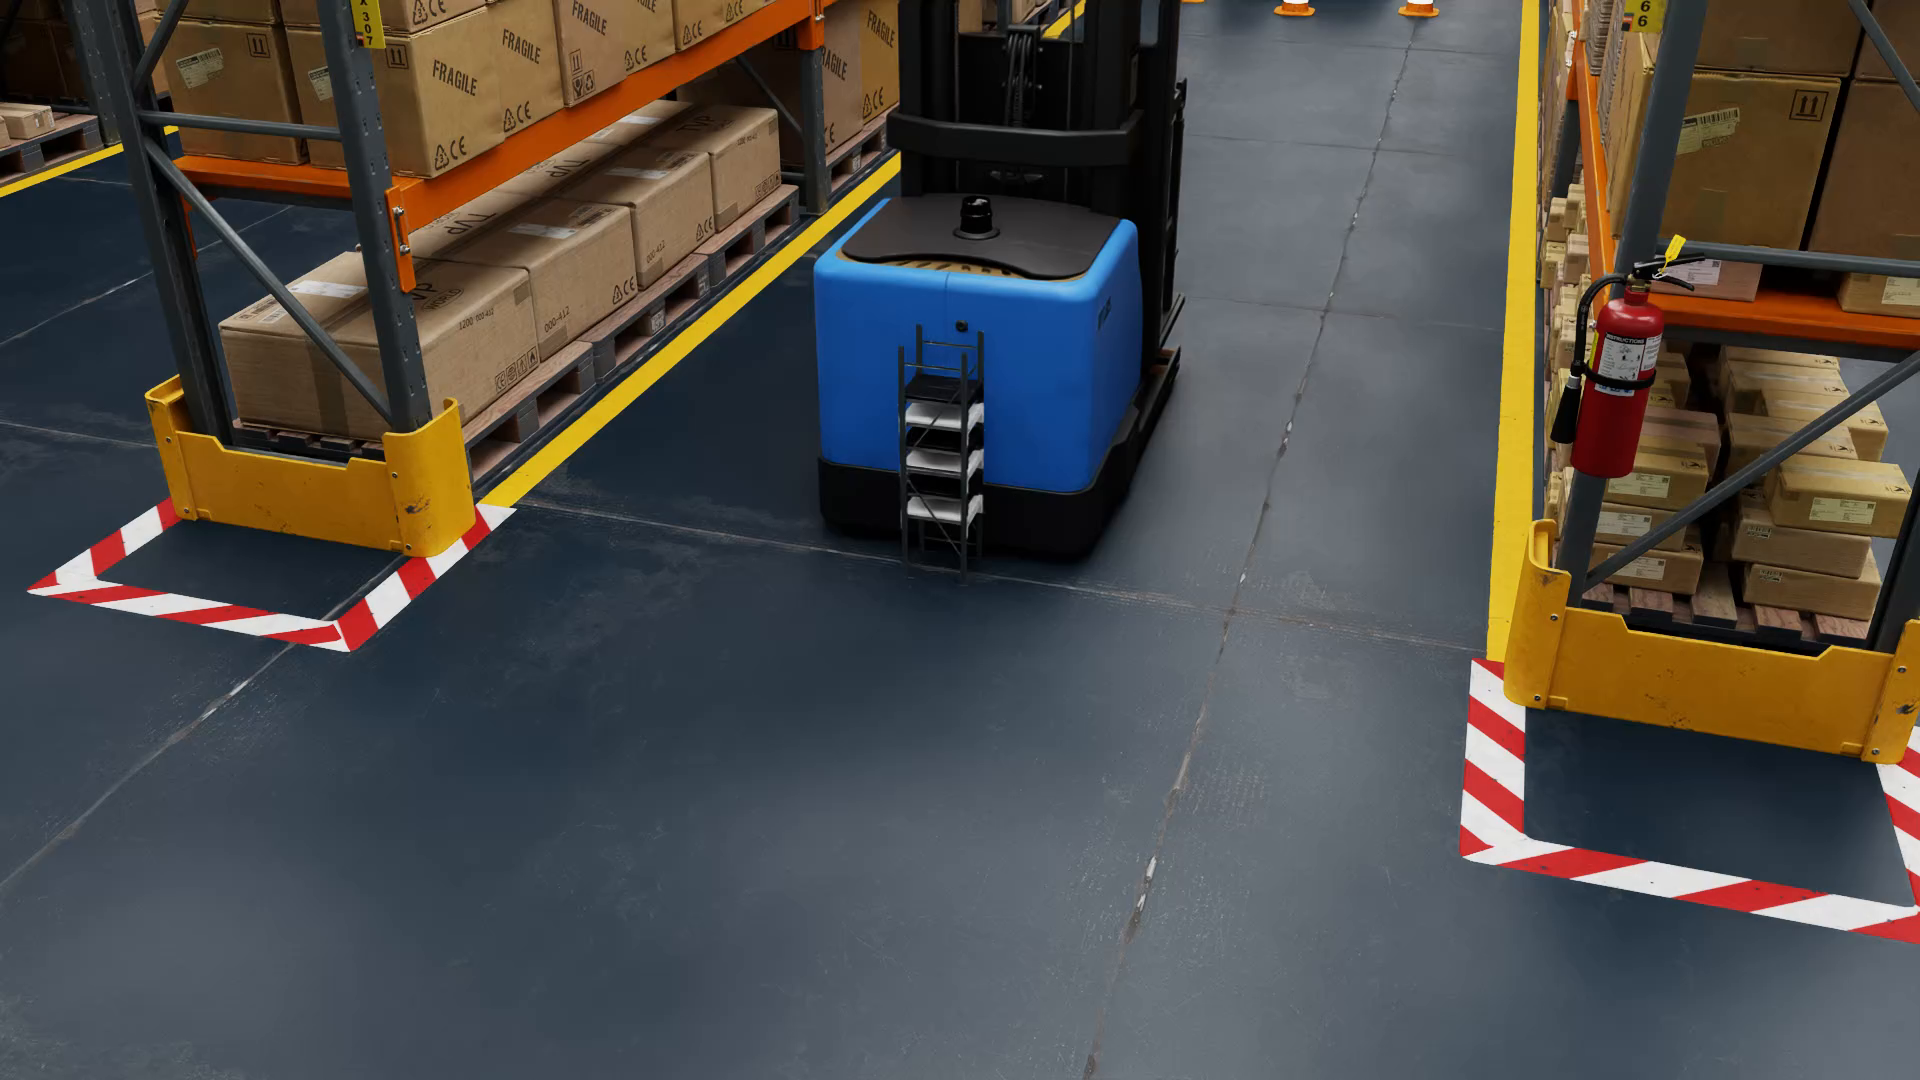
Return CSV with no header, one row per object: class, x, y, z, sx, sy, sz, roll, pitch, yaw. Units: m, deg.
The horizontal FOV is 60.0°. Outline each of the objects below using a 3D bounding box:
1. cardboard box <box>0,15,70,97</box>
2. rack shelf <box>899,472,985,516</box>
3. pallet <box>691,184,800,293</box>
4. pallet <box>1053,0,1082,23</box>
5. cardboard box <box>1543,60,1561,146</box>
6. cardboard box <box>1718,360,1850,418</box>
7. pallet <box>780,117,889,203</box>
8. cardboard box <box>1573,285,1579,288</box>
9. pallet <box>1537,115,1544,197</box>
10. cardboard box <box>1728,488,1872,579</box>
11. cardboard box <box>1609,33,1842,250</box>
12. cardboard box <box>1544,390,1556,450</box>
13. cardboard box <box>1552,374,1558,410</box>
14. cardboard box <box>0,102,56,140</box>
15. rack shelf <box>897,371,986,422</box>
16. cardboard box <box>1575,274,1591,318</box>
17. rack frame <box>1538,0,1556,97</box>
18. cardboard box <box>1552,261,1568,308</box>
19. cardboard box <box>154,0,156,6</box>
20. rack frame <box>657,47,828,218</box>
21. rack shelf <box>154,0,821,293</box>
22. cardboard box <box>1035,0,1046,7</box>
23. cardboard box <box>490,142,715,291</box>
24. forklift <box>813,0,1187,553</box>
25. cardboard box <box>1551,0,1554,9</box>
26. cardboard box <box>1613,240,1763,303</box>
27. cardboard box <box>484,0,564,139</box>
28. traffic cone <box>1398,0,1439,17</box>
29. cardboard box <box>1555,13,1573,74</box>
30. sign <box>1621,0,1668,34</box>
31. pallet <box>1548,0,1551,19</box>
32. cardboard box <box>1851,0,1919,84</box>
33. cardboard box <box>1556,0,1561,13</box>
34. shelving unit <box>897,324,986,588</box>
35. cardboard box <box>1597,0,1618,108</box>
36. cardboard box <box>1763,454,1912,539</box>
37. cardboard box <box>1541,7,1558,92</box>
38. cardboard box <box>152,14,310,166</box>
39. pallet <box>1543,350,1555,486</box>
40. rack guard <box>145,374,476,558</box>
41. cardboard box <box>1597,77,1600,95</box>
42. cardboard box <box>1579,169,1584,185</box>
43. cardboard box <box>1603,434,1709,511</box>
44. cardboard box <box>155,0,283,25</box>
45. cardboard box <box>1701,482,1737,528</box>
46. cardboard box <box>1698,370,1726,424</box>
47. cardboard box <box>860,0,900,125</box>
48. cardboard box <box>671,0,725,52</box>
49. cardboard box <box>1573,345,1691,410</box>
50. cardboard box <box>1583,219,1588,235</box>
cardboard box,-6.149,-3.337,11.303,0.500,0.500,0.500,8,30,15
rack shelf,-0.063,-0.180,5.901,0.258,0.077,0.200,8,30,14
pallet,-1.562,-1.708,9.104,1.003,0.211,1.213,8,30,15
pallet,0.501,-4.837,14.729,1.003,0.211,1.213,8,30,15
cardboard box,3.779,-2.557,9.900,0.500,0.500,0.500,8,30,14
cardboard box,2.958,-0.515,5.978,0.380,0.149,0.250,7,30,12
pallet,-1.110,-2.420,10.383,1.003,0.211,1.213,8,30,15
cardboard box,2.874,-1.056,7.258,0.380,0.149,0.250,10,31,17
pallet,4.081,-2.322,10.207,1.003,0.211,1.213,8,30,15
cardboard box,2.723,-0.025,5.405,0.380,0.149,0.250,10,31,17
cardboard box,2.209,-1.170,4.859,0.500,0.500,0.500,9,30,16
cardboard box,2.492,-0.451,6.477,0.380,0.149,0.250,7,30,13
cardboard box,2.496,-0.589,6.417,0.380,0.149,0.250,9,30,16
cardboard box,-5.893,-2.613,10.361,0.380,0.149,0.250,8,30,13
rack shelf,-0.063,-0.494,5.726,0.258,0.077,0.200,8,30,14
cardboard box,2.715,-0.954,6.768,0.380,0.149,0.250,9,30,15
rack frame,4.672,-4.469,11.197,1.000,3.000,0.127,8,30,15
cardboard box,2.982,-1.177,7.782,0.380,0.149,0.250,8,30,15
cardboard box,-5.579,-3.740,11.359,0.380,0.149,0.250,7,30,12
rack frame,-1.264,-3.269,9.041,1.000,3.000,0.127,8,30,15
rack shelf,-1.851,-2.025,7.545,1.077,0.370,4.000,8,30,15
cardboard box,0.294,-4.768,14.007,0.950,0.372,0.625,8,30,14
cardboard box,-1.813,-1.640,8.317,0.875,0.438,0.875,8,30,13
forklift,0.368,-1.936,6.715,1.130,2.935,3.031,8,30,14
cardboard box,5.463,-4.779,13.637,1.050,0.750,0.750,8,30,15
cardboard box,2.149,-0.833,4.920,0.380,0.149,0.250,9,30,15
cardboard box,-1.901,-1.875,6.432,0.500,0.500,0.500,8,30,14
traffic cone,4.008,-4.811,14.423,0.336,0.463,0.334,8,30,15
cardboard box,3.780,-2.895,9.737,0.500,0.250,0.500,7,30,13
sign,1.799,-1.483,4.315,0.100,0.325,0.005,8,30,15
pallet,5.691,-4.740,14.553,1.003,0.211,1.213,8,30,15
cardboard box,2.709,-1.532,4.481,0.500,0.500,0.500,8,30,15
cardboard box,4.238,-3.602,11.007,0.500,0.250,0.500,7,30,13
shelving unit,-0.063,-0.288,5.841,0.258,0.900,0.210,8,30,14
cardboard box,2.661,-1.876,6.128,0.500,0.500,0.500,10,31,17
cardboard box,2.802,-0.144,5.311,0.380,0.149,0.250,7,30,13
cardboard box,4.220,-3.267,11.177,0.500,0.500,0.500,7,30,13
cardboard box,-2.550,-1.716,6.146,0.500,0.500,0.500,9,30,15
pallet,2.978,-0.505,6.941,1.003,0.211,1.213,8,30,15
rack guard,-2.445,-0.307,6.287,1.175,0.500,0.348,8,30,15
cardboard box,2.847,-1.920,6.874,0.380,0.149,0.250,9,30,16
cardboard box,3.198,-1.677,8.067,0.380,0.149,0.250,10,31,17
cardboard box,2.236,-0.231,5.468,0.380,0.149,0.250,9,30,15
cardboard box,-2.524,-2.149,5.896,0.500,0.500,0.500,9,30,17
cardboard box,2.848,-0.136,5.910,0.380,0.149,0.250,9,30,15
cardboard box,3.010,-0.512,6.279,0.380,0.149,0.250,7,30,12
cardboard box,-0.901,-3.245,10.750,0.875,0.875,0.875,9,30,16
cardboard box,-1.435,-2.585,7.709,0.500,0.500,0.500,8,30,14
cardboard box,2.456,-0.589,6.112,0.380,0.149,0.250,7,30,13
cardboard box,2.979,-1.308,7.405,0.380,0.149,0.250,8,30,14
